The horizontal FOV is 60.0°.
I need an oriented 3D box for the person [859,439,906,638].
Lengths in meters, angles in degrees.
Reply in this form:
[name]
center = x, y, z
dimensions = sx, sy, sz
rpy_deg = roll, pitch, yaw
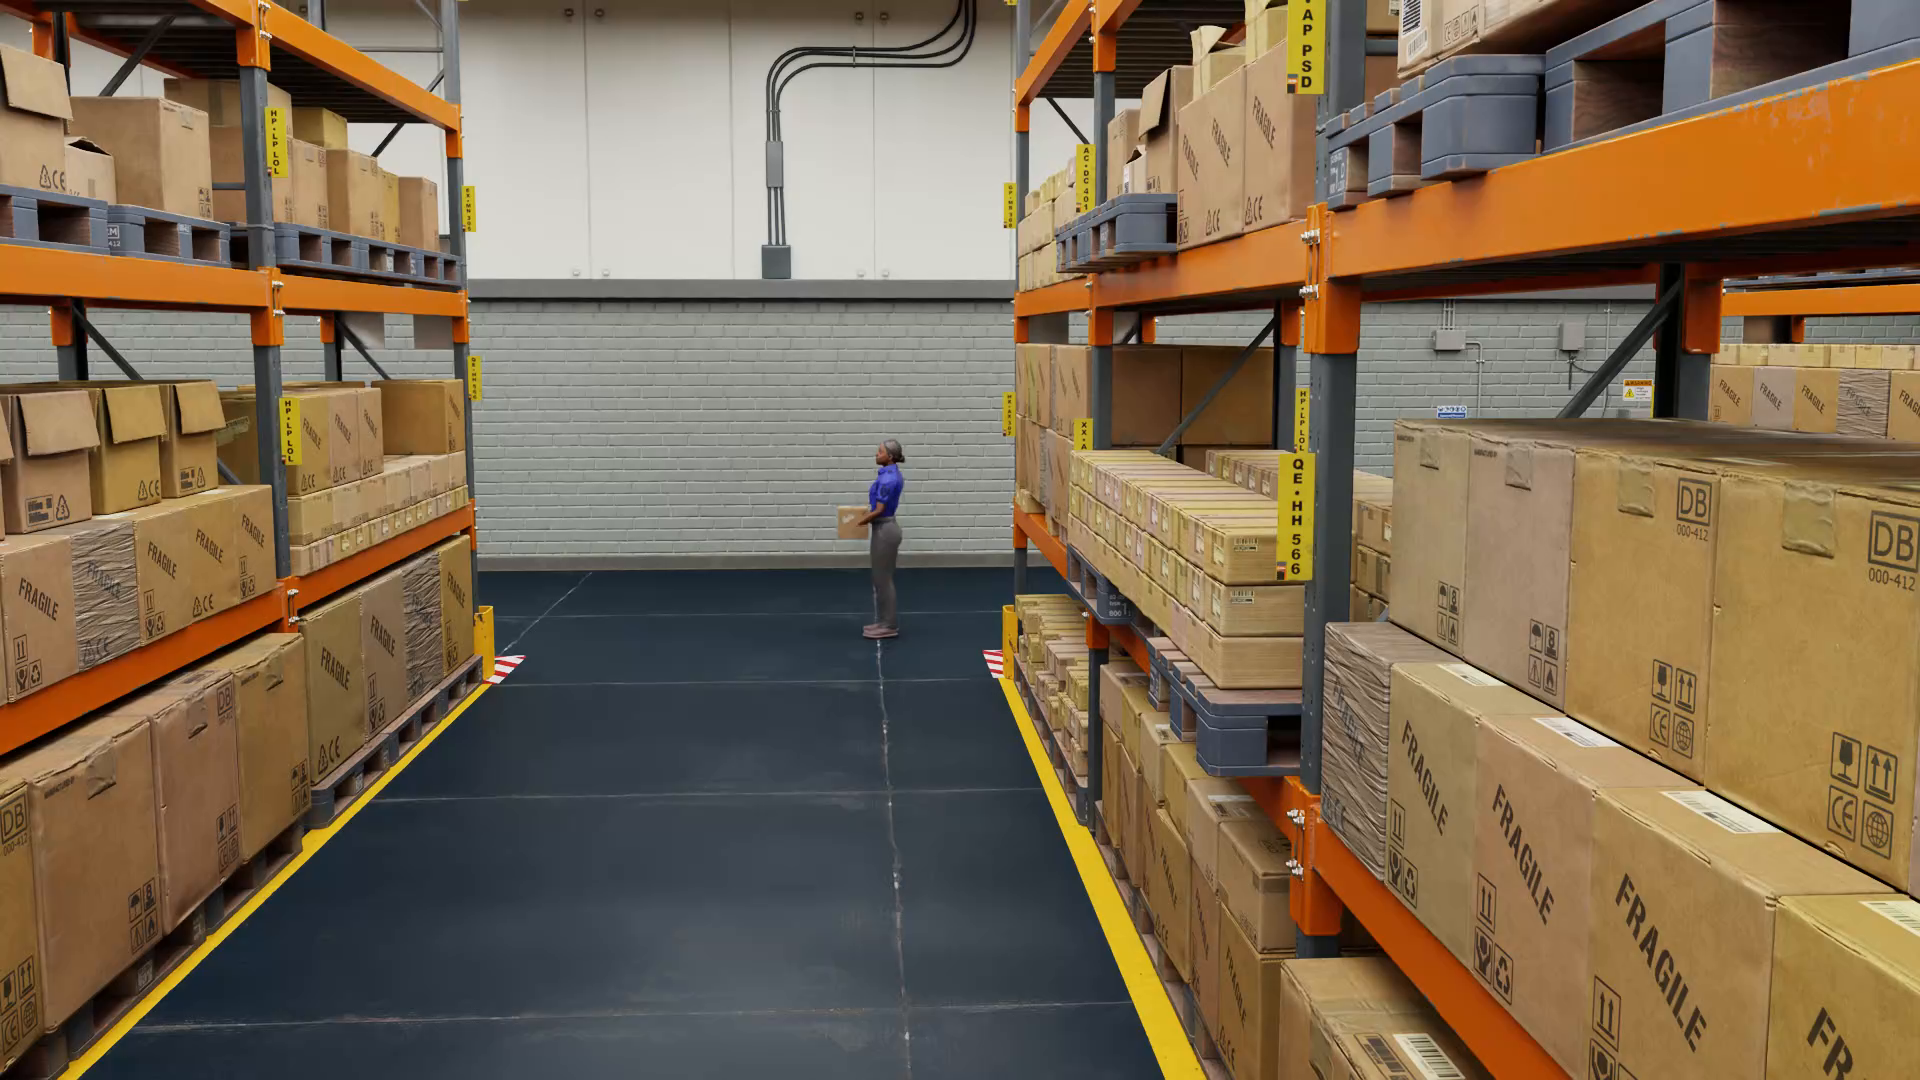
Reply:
[person]
center = -0.706, -0.019, 13.932
dimensions = 0.507, 1.655, 0.456
rpy_deg = 0, 7, 3
